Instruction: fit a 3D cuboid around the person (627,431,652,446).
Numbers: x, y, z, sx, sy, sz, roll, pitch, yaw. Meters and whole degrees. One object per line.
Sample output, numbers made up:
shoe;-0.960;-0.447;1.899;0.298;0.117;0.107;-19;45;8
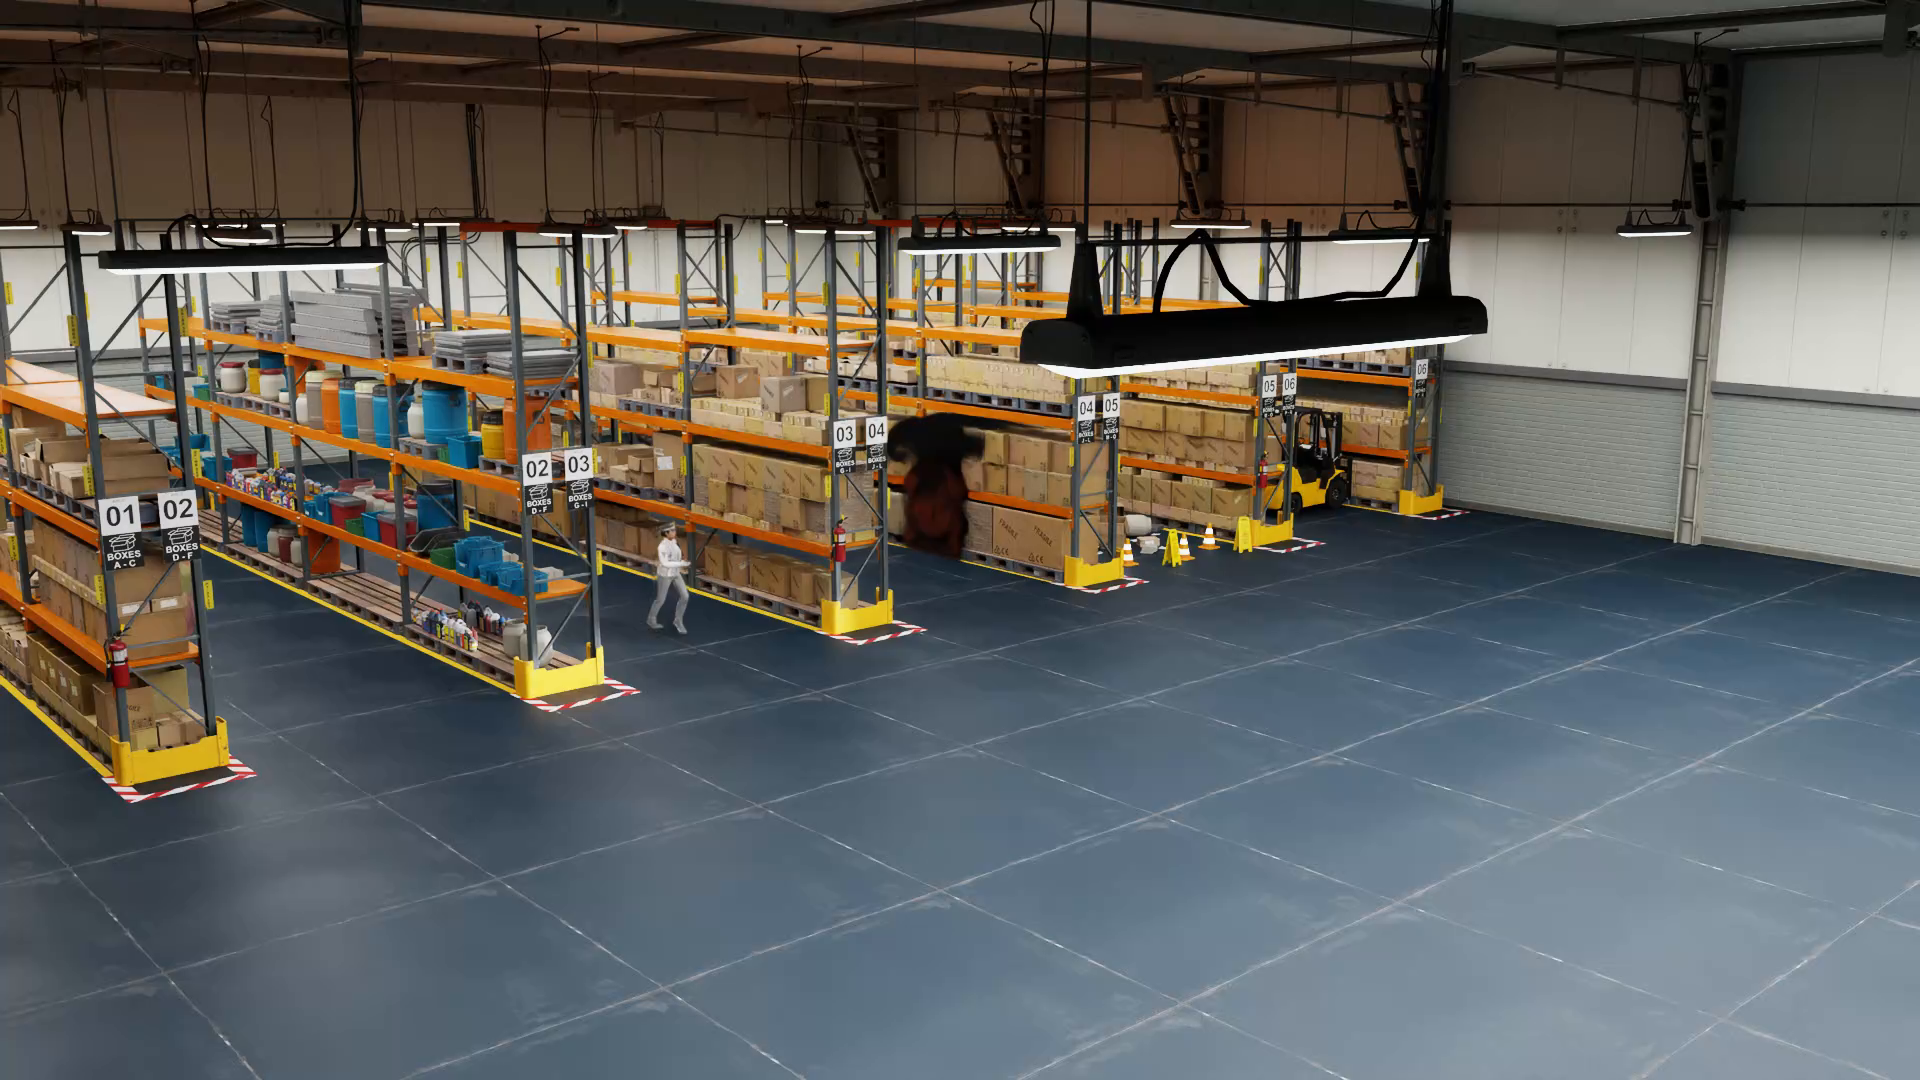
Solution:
person;-8.257;-2.984;42.235;0.598;1.704;0.908;7;13;32

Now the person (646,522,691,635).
person;-4.344;0.570;24.805;0.813;1.735;0.552;6;13;28

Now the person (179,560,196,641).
person;-11.185;0.788;23.951;0.647;1.599;0.567;7;13;29
